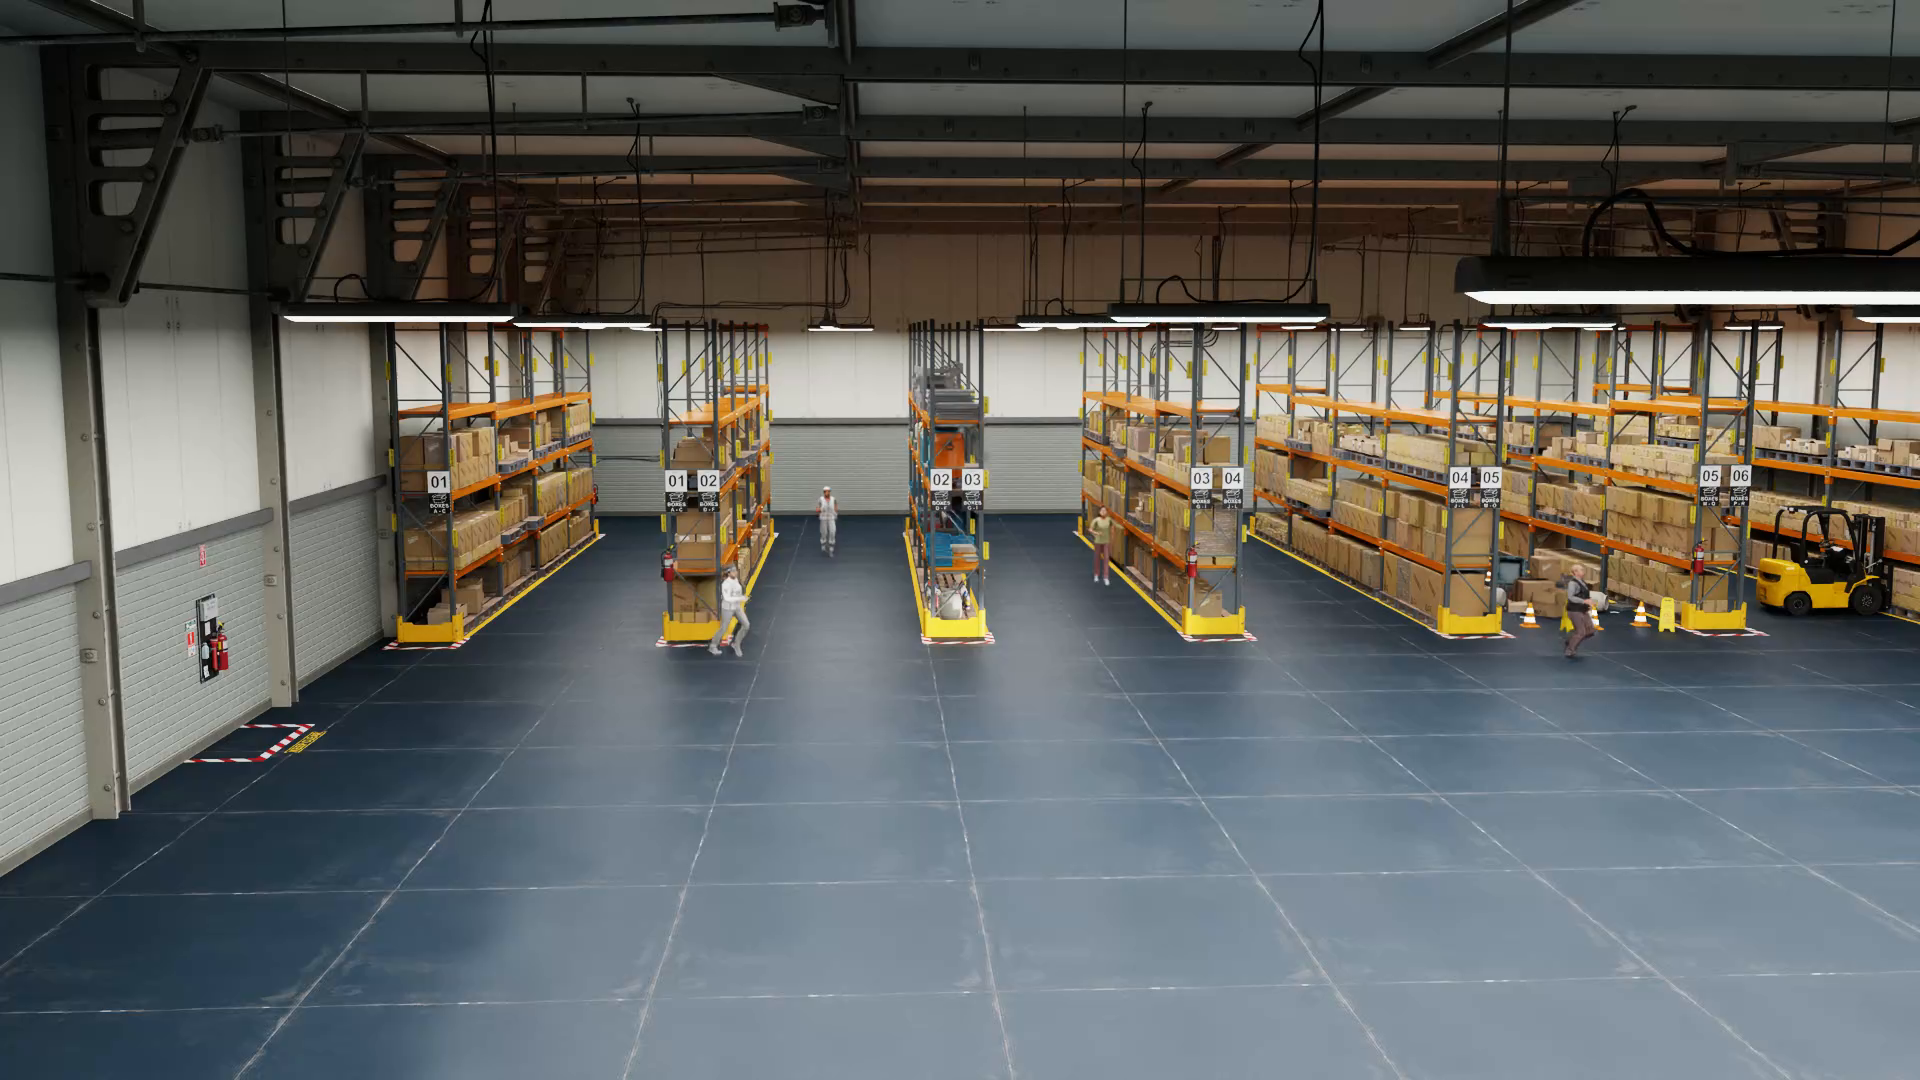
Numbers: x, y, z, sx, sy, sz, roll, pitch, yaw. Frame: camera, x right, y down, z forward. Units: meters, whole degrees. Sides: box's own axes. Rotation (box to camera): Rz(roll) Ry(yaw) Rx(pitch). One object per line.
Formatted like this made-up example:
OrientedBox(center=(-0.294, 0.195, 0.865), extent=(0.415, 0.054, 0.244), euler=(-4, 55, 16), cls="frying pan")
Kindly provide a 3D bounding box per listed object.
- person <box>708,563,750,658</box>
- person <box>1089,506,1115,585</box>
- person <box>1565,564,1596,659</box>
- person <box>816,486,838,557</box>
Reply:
OrientedBox(center=(-4.058, 1.242, 29.538), extent=(0.842, 1.695, 0.626), euler=(4, 8, 29), cls="person")
OrientedBox(center=(3.122, 0.093, 36.471), extent=(0.592, 1.707, 0.807), euler=(-1, 7, -8), cls="person")
OrientedBox(center=(10.958, 1.267, 29.329), extent=(0.583, 1.675, 0.651), euler=(6, 9, 39), cls="person")
OrientedBox(center=(-3.450, -0.561, 43.096), extent=(0.592, 1.687, 0.849), euler=(-1, 7, -11), cls="person")
